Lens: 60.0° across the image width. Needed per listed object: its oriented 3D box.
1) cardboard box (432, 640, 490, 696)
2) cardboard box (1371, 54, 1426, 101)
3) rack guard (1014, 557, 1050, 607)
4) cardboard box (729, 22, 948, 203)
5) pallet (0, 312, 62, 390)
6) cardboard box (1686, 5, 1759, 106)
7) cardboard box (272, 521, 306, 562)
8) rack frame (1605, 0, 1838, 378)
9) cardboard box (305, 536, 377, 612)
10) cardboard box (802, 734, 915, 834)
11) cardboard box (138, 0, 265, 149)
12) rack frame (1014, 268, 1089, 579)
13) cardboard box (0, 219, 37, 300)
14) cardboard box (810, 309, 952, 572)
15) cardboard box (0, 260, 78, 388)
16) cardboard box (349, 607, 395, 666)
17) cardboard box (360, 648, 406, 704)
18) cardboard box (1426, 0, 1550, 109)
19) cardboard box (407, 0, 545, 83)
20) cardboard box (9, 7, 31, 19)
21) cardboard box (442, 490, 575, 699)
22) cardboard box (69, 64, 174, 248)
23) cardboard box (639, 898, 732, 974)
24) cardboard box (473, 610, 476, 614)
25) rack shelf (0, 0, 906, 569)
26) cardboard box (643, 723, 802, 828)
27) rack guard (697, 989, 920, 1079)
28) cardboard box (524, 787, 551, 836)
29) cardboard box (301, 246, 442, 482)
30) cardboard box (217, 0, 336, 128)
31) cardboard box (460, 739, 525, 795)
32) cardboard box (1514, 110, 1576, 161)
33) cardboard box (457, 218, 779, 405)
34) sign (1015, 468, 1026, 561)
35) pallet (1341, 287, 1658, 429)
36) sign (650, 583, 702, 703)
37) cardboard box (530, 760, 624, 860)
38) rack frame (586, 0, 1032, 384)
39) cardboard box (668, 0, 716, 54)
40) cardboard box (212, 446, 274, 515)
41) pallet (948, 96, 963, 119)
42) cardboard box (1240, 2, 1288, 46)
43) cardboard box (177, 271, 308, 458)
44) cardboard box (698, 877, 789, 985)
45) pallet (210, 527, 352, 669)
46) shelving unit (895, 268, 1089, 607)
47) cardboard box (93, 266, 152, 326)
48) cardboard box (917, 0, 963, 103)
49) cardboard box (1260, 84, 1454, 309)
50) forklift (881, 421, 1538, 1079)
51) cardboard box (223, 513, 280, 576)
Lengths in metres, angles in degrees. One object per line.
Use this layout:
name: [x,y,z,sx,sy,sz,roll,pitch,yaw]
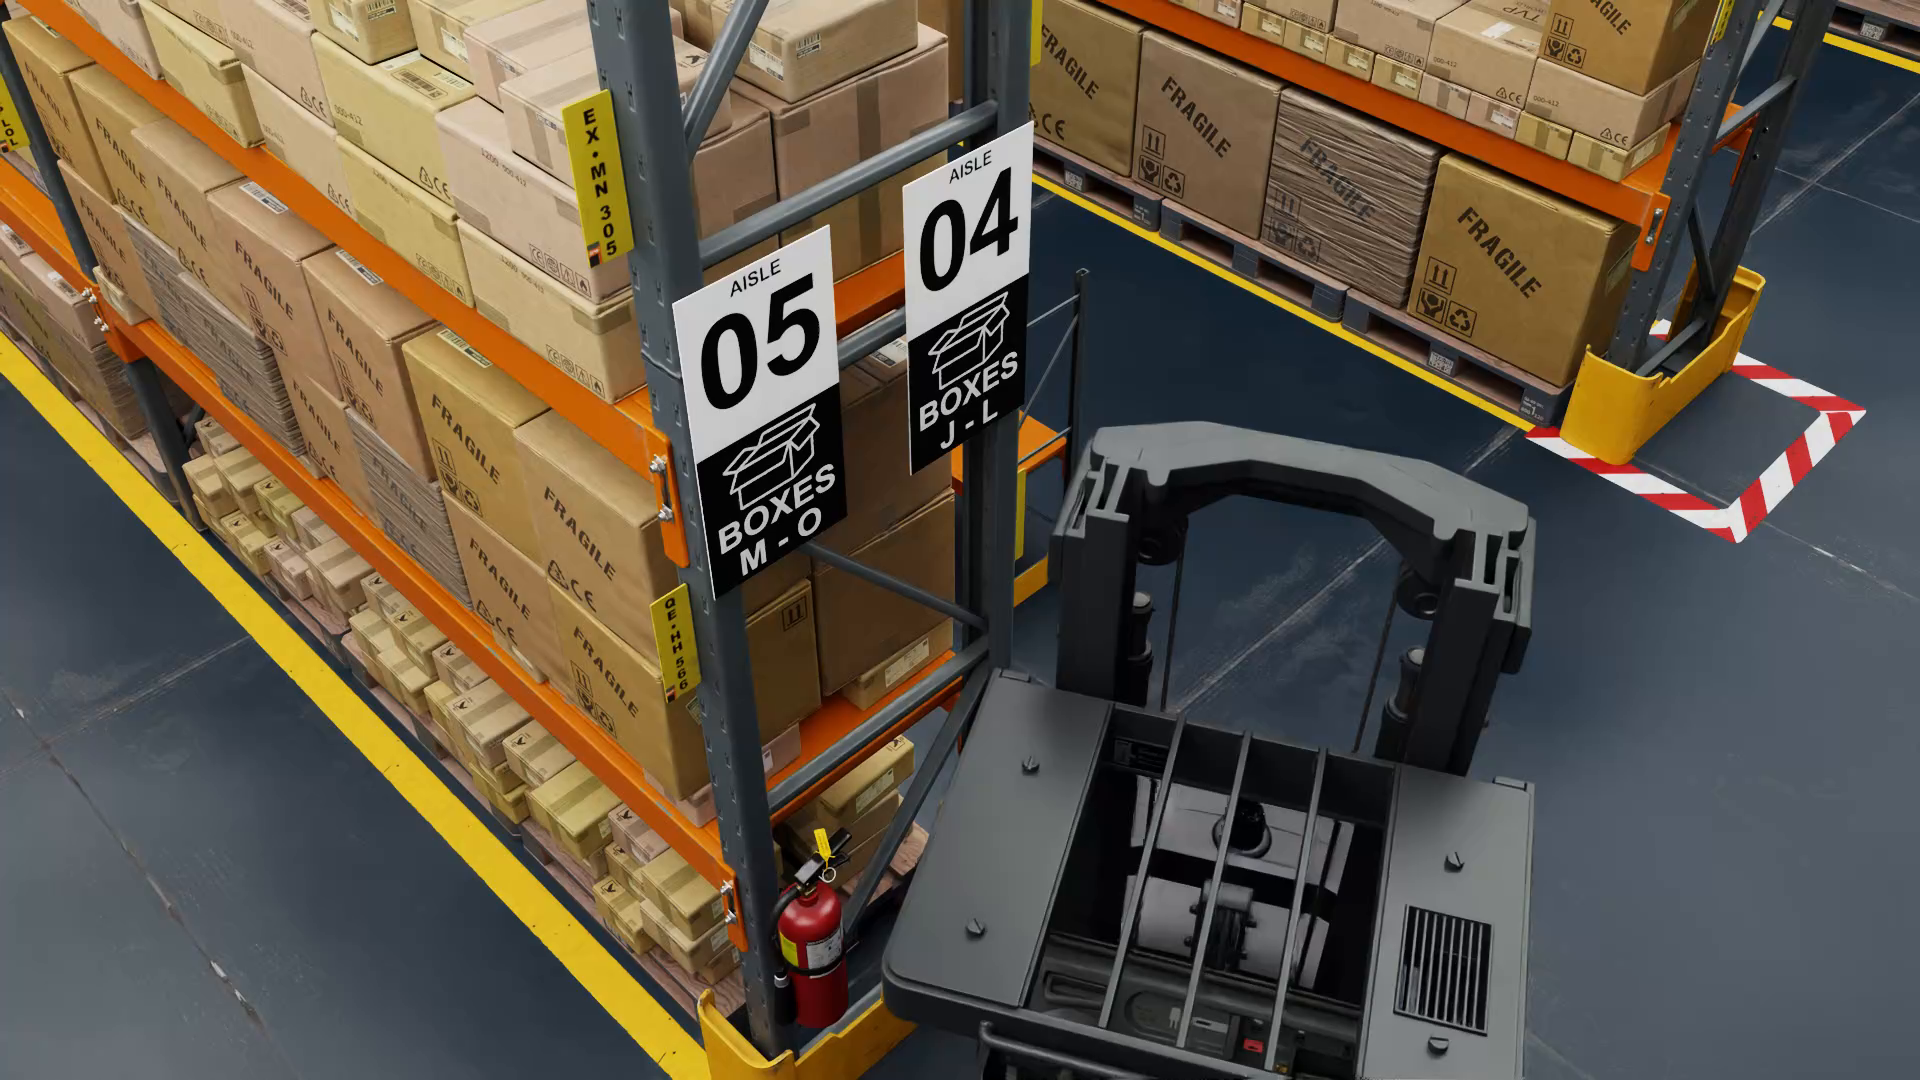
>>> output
cardboard box: [-1.680,0.418,6.058,0.250,0.149,0.380,32,52,30]
cardboard box: [2.134,-2.215,7.739,0.250,0.149,0.380,33,52,31]
rack guard: [0.298,0.111,7.063,0.587,0.250,0.087,-34,53,-31]
cardboard box: [-0.376,-1.045,3.820,0.500,0.250,0.500,-33,52,-31]
pallet: [-4.484,-1.332,8.654,1.003,0.211,1.213,-34,53,-31]
cardboard box: [3.193,-2.218,7.448,0.500,0.250,0.500,33,52,30]
cardboard box: [-2.598,-0.107,6.845,0.250,0.149,0.380,34,52,31]
rack frame: [3.341,-1.803,7.109,1.000,3.000,0.127,-34,53,-31]
cardboard box: [-2.282,0.077,6.427,0.380,0.149,0.250,-33,52,-30]
cardboard box: [-0.372,0.785,5.661,0.250,0.149,0.380,32,51,30]
cardboard box: [-1.847,-1.346,4.514,0.500,0.250,0.500,-32,51,-30]
rack frame: [0.299,-0.348,6.638,0.500,1.500,0.032,-34,53,-31]
cardboard box: [-4.126,-1.399,7.651,0.500,0.250,0.500,-32,51,-30]
cardboard box: [-0.372,-0.331,4.486,0.500,0.500,0.500,34,52,31]
cardboard box: [-4.130,-1.115,7.896,0.500,0.500,0.500,33,52,30]
cardboard box: [-2.099,0.319,6.384,0.250,0.149,0.380,34,52,31]
cardboard box: [-2.093,0.429,6.484,0.250,0.149,0.380,33,52,30]
cardboard box: [2.453,-2.207,7.437,0.500,0.250,0.500,33,52,31]
cardboard box: [-0.972,-1.159,3.649,0.250,0.149,0.380,33,52,30]
cardboard box: [-3.860,-2.030,6.792,0.250,0.149,0.380,33,52,30]
cardboard box: [-1.102,0.037,4.825,0.500,0.500,0.500,33,52,31]
cardboard box: [-2.544,-1.335,5.572,0.500,0.500,0.500,33,52,30]
cardboard box: [-0.817,1.192,5.439,0.250,0.149,0.380,33,52,30]
cardboard box: [-1.372,0.093,5.241,0.250,0.149,0.380,32,51,30]
rack shelf: [-1.655,-1.273,4.855,1.077,0.370,4.000,-34,53,-31]
cardboard box: [-0.673,0.596,4.697,0.380,0.149,0.250,-34,53,-31]
rack guard: [-0.296,1.407,5.477,1.175,0.500,0.348,-34,53,-31]
cardboard box: [-1.324,0.909,5.964,0.380,0.149,0.250,-34,52,-31]
cardboard box: [-1.473,-0.578,4.753,0.500,0.500,0.500,-31,51,-29]
cardboard box: [-1.470,-1.297,4.093,0.500,0.250,0.500,-33,52,-31]
cardboard box: [-1.560,0.700,5.971,0.380,0.149,0.250,-33,52,-31]
cardboard box: [2.671,-1.849,7.343,0.380,0.149,0.250,-34,52,-31]
cardboard box: [-0.751,-0.613,3.721,0.500,0.250,0.500,33,52,31]
sign: [0.142,-0.053,4.577,0.100,0.325,0.005,-34,53,-31]
pallet: [2.721,-1.126,8.430,1.003,0.211,1.213,-34,53,-31]
sign: [-0.650,0.240,3.811,0.100,0.325,0.005,-34,53,-31]
cardboard box: [-1.205,0.855,5.585,0.250,0.149,0.380,33,52,31]
rack frame: [-0.243,-1.678,2.553,1.000,3.000,0.127,-34,53,-31]
cardboard box: [-0.477,-1.247,3.745,0.380,0.149,0.250,-32,51,-30]
cardboard box: [-2.818,-0.297,6.831,0.380,0.149,0.250,-31,51,-29]
pallet: [-0.082,-3.036,10.497,1.003,0.211,1.213,-34,53,-31]
cardboard box: [1.591,-2.583,8.138,0.250,0.149,0.380,33,52,30]
cardboard box: [-2.211,-0.691,5.612,0.500,0.500,0.500,33,52,31]
cardboard box: [-0.762,1.265,5.579,0.380,0.149,0.250,-33,52,-31]
pallet: [-2.568,-0.067,7.284,1.003,0.211,1.213,-34,53,-31]
shelving unit: [-0.054,-0.587,6.898,0.587,1.500,1.083,-34,53,-31]
cardboard box: [-3.099,-1.012,6.437,0.380,0.149,0.250,-32,52,-30]
cardboard box: [0.050,-3.397,10.090,1.225,0.875,0.875,-34,52,-31]
cardboard box: [2.189,-1.884,8.452,0.875,0.875,0.875,-34,53,-31]
forklift: [0.502,1.317,3.782,1.130,2.935,3.031,11,44,12]
cardboard box: [-2.850,-0.047,7.000,0.380,0.149,0.250,-33,52,-30]
